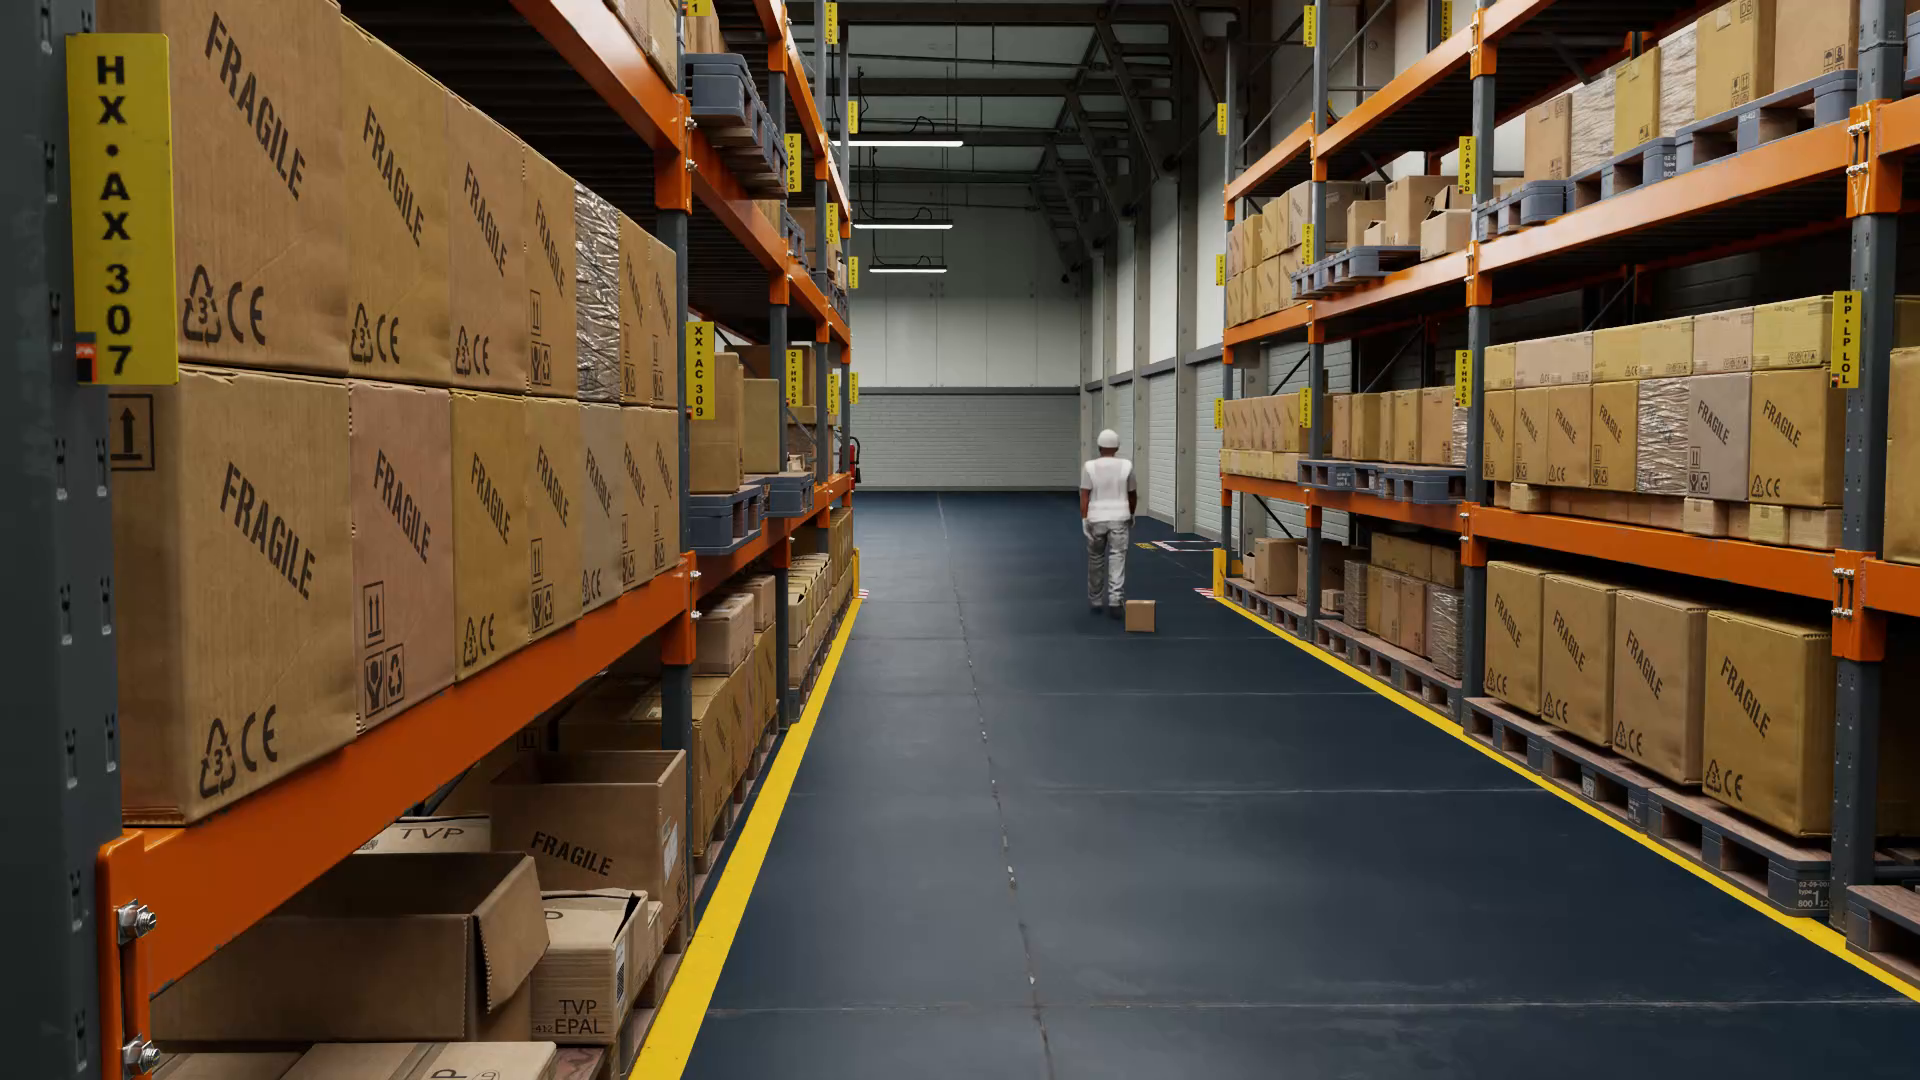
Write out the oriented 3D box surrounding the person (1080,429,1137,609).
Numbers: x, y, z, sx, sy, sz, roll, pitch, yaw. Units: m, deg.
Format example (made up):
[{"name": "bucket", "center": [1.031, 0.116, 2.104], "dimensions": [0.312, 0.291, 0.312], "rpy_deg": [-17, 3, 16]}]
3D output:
[{"name": "person", "center": [1.436, -0.199, 16.019], "dimensions": [0.538, 1.734, 1.066], "rpy_deg": [1, 4, 8]}]
